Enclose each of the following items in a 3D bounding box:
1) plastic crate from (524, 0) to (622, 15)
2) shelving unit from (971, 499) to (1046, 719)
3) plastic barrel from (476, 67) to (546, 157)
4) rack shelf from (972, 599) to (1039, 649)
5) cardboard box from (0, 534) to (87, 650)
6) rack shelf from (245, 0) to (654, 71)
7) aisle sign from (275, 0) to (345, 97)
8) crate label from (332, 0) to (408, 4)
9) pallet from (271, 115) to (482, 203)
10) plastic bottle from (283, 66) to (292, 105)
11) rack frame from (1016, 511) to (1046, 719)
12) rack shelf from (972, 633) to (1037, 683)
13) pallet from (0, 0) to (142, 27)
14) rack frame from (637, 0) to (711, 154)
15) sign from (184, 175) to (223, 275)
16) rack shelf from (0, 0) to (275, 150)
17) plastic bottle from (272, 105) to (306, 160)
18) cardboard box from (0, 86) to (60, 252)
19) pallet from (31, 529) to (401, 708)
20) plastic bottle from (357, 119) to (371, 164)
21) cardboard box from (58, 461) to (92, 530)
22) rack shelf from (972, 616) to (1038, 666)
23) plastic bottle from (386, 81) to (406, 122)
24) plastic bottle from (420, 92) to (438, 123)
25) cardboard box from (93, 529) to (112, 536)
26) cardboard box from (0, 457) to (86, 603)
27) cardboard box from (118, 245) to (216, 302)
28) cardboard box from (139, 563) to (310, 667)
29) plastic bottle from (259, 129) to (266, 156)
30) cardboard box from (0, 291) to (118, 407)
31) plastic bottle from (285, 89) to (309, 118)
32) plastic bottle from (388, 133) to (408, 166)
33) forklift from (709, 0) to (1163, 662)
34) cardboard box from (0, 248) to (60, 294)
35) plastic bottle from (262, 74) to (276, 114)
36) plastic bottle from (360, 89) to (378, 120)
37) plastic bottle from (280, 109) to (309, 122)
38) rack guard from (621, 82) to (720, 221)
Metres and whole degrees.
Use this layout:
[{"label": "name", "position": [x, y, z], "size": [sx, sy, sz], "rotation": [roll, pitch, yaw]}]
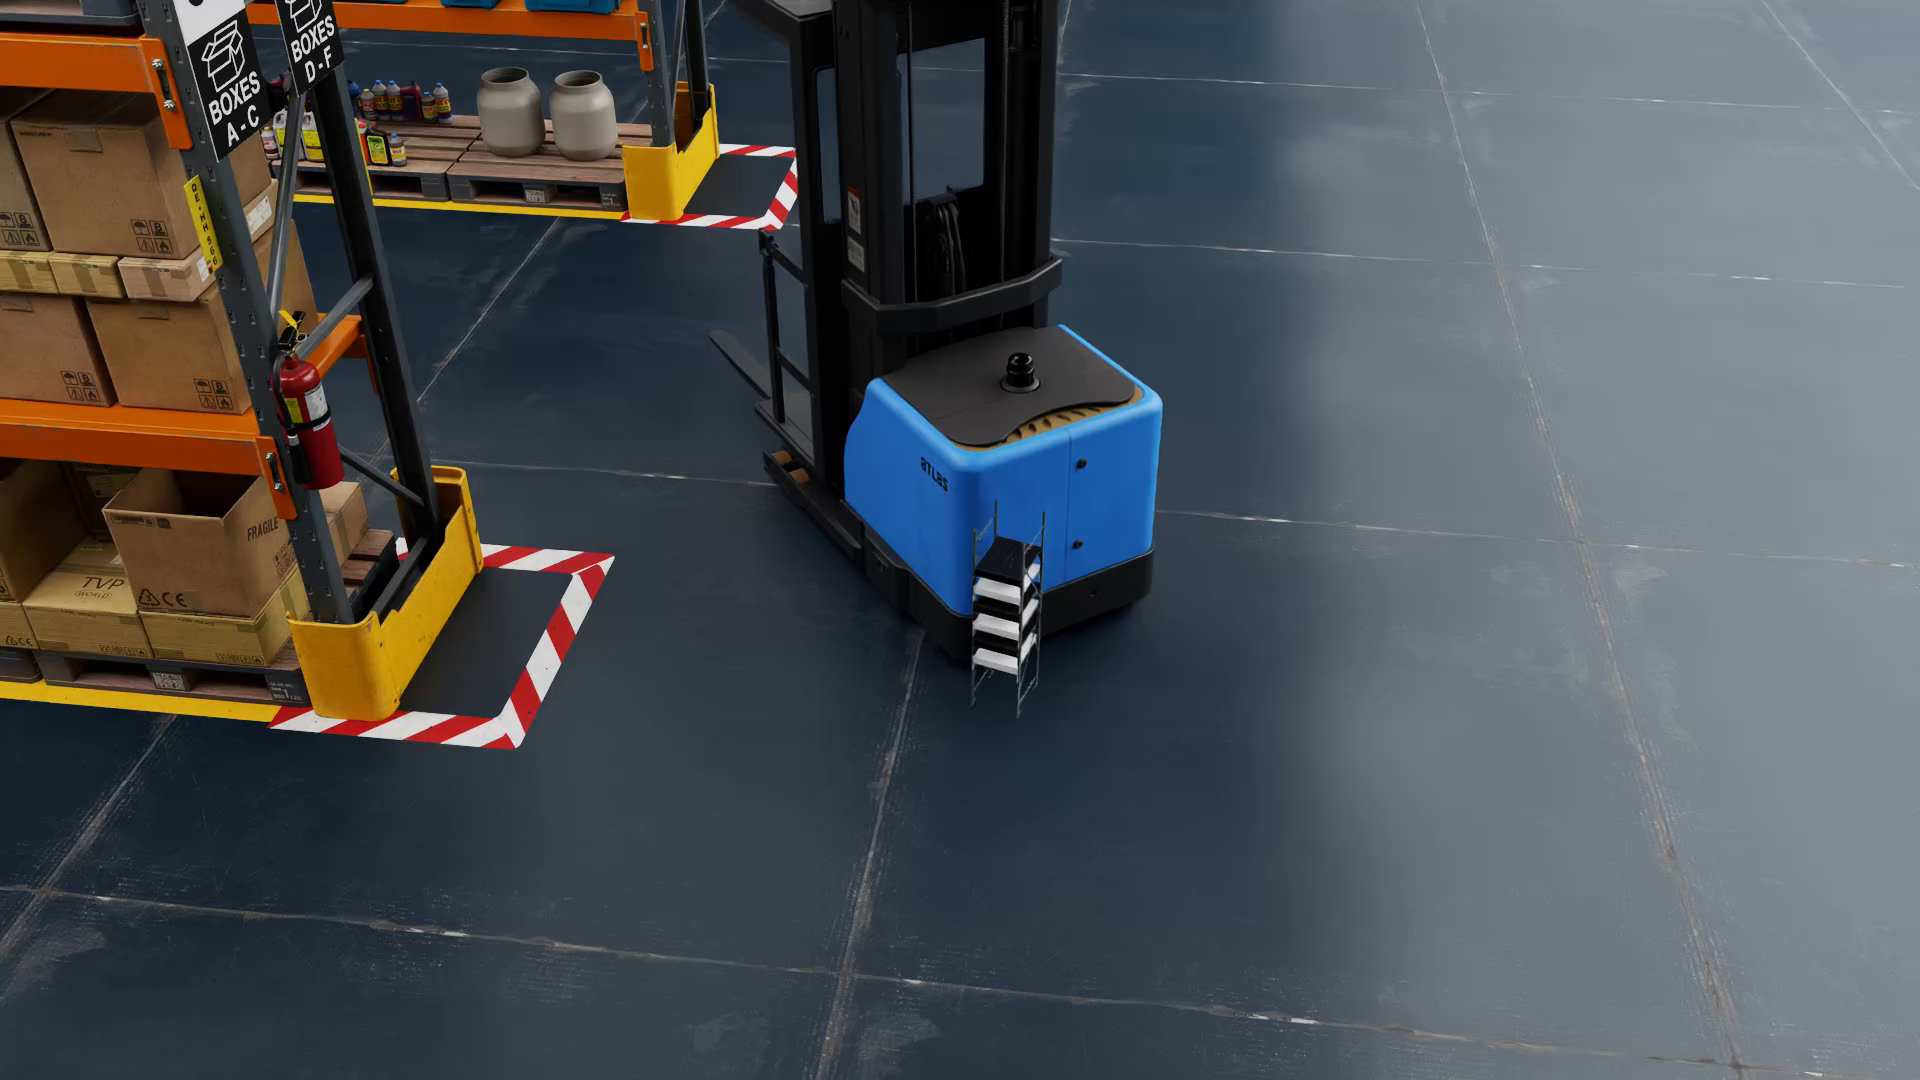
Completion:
[{"label": "plastic crate", "position": [-2.387, -3.473, 10.350], "size": [0.616, 0.251, 0.499], "rotation": [4, 36, 6]}, {"label": "shelving unit", "position": [0.192, 0.290, 6.755], "size": [0.210, 0.900, 0.258], "rotation": [14, 38, 18]}, {"label": "plastic barrel", "position": [-3.013, -2.869, 11.155], "size": [0.421, 0.512, 0.421], "rotation": [0, 36, 0]}, {"label": "rack shelf", "position": [0.192, 0.316, 6.774], "size": [0.200, 0.077, 0.258], "rotation": [14, 38, 18]}, {"label": "cardboard box", "position": [-4.051, 0.198, 7.084], "size": [0.500, 0.250, 0.500], "rotation": [4, 36, 6]}, {"label": "rack shelf", "position": [-3.837, -3.524, 10.913], "size": [4.000, 0.370, 1.077], "rotation": [4, 36, 6]}, {"label": "aisle sign", "position": [-2.383, -2.045, 5.983], "size": [0.004, 0.787, 0.394], "rotation": [4, 36, 6]}, {"label": "crate label", "position": [-3.713, -3.664, 10.458], "size": [0.616, 0.435, 0.502], "rotation": [4, 36, 6]}, {"label": "pallet", "position": [-3.946, -2.667, 11.493], "size": [1.213, 0.211, 1.003], "rotation": [4, 36, 6]}, {"label": "plastic bottle", "position": [-4.634, -3.146, 11.665], "size": [0.185, 0.351, 0.144], "rotation": [4, 36, 6]}, {"label": "rack frame", "position": [0.286, 0.314, 6.723], "size": [0.006, 0.900, 0.240], "rotation": [14, 38, 18]}, {"label": "rack shelf", "position": [0.190, 0.462, 6.880], "size": [0.200, 0.077, 0.258], "rotation": [14, 38, 18]}, {"label": "pallet", "position": [-3.186, -2.067, 5.746], "size": [1.213, 0.211, 1.003], "rotation": [4, 36, 6]}, {"label": "rack frame", "position": [-1.853, -3.669, 10.496], "size": [0.127, 3.000, 1.000], "rotation": [4, 36, 6]}, {"label": "sign", "position": [-2.570, -1.071, 5.656], "size": [0.005, 0.325, 0.100], "rotation": [4, 36, 6]}, {"label": "rack shelf", "position": [-4.471, -1.891, 6.043], "size": [4.000, 0.370, 1.077], "rotation": [4, 36, 6]}, {"label": "plastic bottle", "position": [-4.464, -2.721, 11.070], "size": [0.185, 0.351, 0.144], "rotation": [4, 36, 6]}, {"label": "cardboard box", "position": [-3.524, -1.465, 6.206], "size": [0.500, 0.500, 0.700], "rotation": [3, 36, 5]}, {"label": "pallet", "position": [-3.251, 0.287, 7.353], "size": [1.213, 0.211, 1.003], "rotation": [4, 36, 6]}, {"label": "plastic bottle", "position": [-3.977, -2.657, 11.044], "size": [0.135, 0.276, 0.152], "rotation": [5, 36, 6]}, {"label": "cardboard box", "position": [-3.985, -0.405, 7.284], "size": [0.500, 0.500, 0.500], "rotation": [4, 36, 6]}, {"label": "rack shelf", "position": [0.191, 0.389, 6.827], "size": [0.200, 0.077, 0.258], "rotation": [14, 38, 18]}, {"label": "plastic bottle", "position": [-3.952, -3.076, 11.636], "size": [0.097, 0.271, 0.097], "rotation": [0, 36, 0]}, {"label": "plastic bottle", "position": [-3.714, -3.030, 11.632], "size": [0.097, 0.201, 0.097], "rotation": [0, 36, 0]}, {"label": "cardboard box", "position": [-3.488, -0.070, 7.458], "size": [0.500, 0.250, 0.500], "rotation": [4, 36, 6]}, {"label": "cardboard box", "position": [-4.051, -0.106, 6.864], "size": [0.500, 0.500, 0.500], "rotation": [4, 36, 6]}, {"label": "cardboard box", "position": [-2.891, -1.038, 6.166], "size": [0.250, 0.149, 0.380], "rotation": [4, 36, 5]}, {"label": "cardboard box", "position": [-3.057, 0.264, 6.991], "size": [0.500, 0.250, 0.500], "rotation": [4, 36, 6]}, {"label": "plastic bottle", "position": [-4.727, -2.689, 11.083], "size": [0.133, 0.283, 0.061], "rotation": [6, 36, 8]}, {"label": "cardboard box", "position": [-3.470, -0.934, 6.578], "size": [0.500, 0.500, 0.700], "rotation": [5, 36, 7]}, {"label": "plastic bottle", "position": [-4.622, -3.058, 11.599], "size": [0.133, 0.283, 0.061], "rotation": [4, 36, 6]}, {"label": "plastic bottle", "position": [-3.730, -2.592, 11.018], "size": [0.097, 0.201, 0.097], "rotation": [0, 36, 0]}, {"label": "forklift", "position": [-0.323, -1.503, 7.520], "size": [1.130, 2.935, 3.031], "rotation": [-19, 40, -25]}, {"label": "cardboard box", "position": [-3.404, -1.076, 6.218], "size": [0.250, 0.149, 0.380], "rotation": [4, 36, 5]}, {"label": "plastic bottle", "position": [-4.955, -3.170, 11.699], "size": [0.185, 0.351, 0.144], "rotation": [3, 36, 4]}, {"label": "plastic bottle", "position": [-4.149, -3.063, 11.677], "size": [0.097, 0.201, 0.097], "rotation": [0, 36, 0]}, {"label": "plastic bottle", "position": [-4.470, -2.778, 11.214], "size": [0.135, 0.276, 0.152], "rotation": [4, 36, 6]}, {"label": "rack guard", "position": [-1.934, -2.630, 11.192], "size": [0.348, 0.500, 1.175], "rotation": [4, 36, 6]}]
